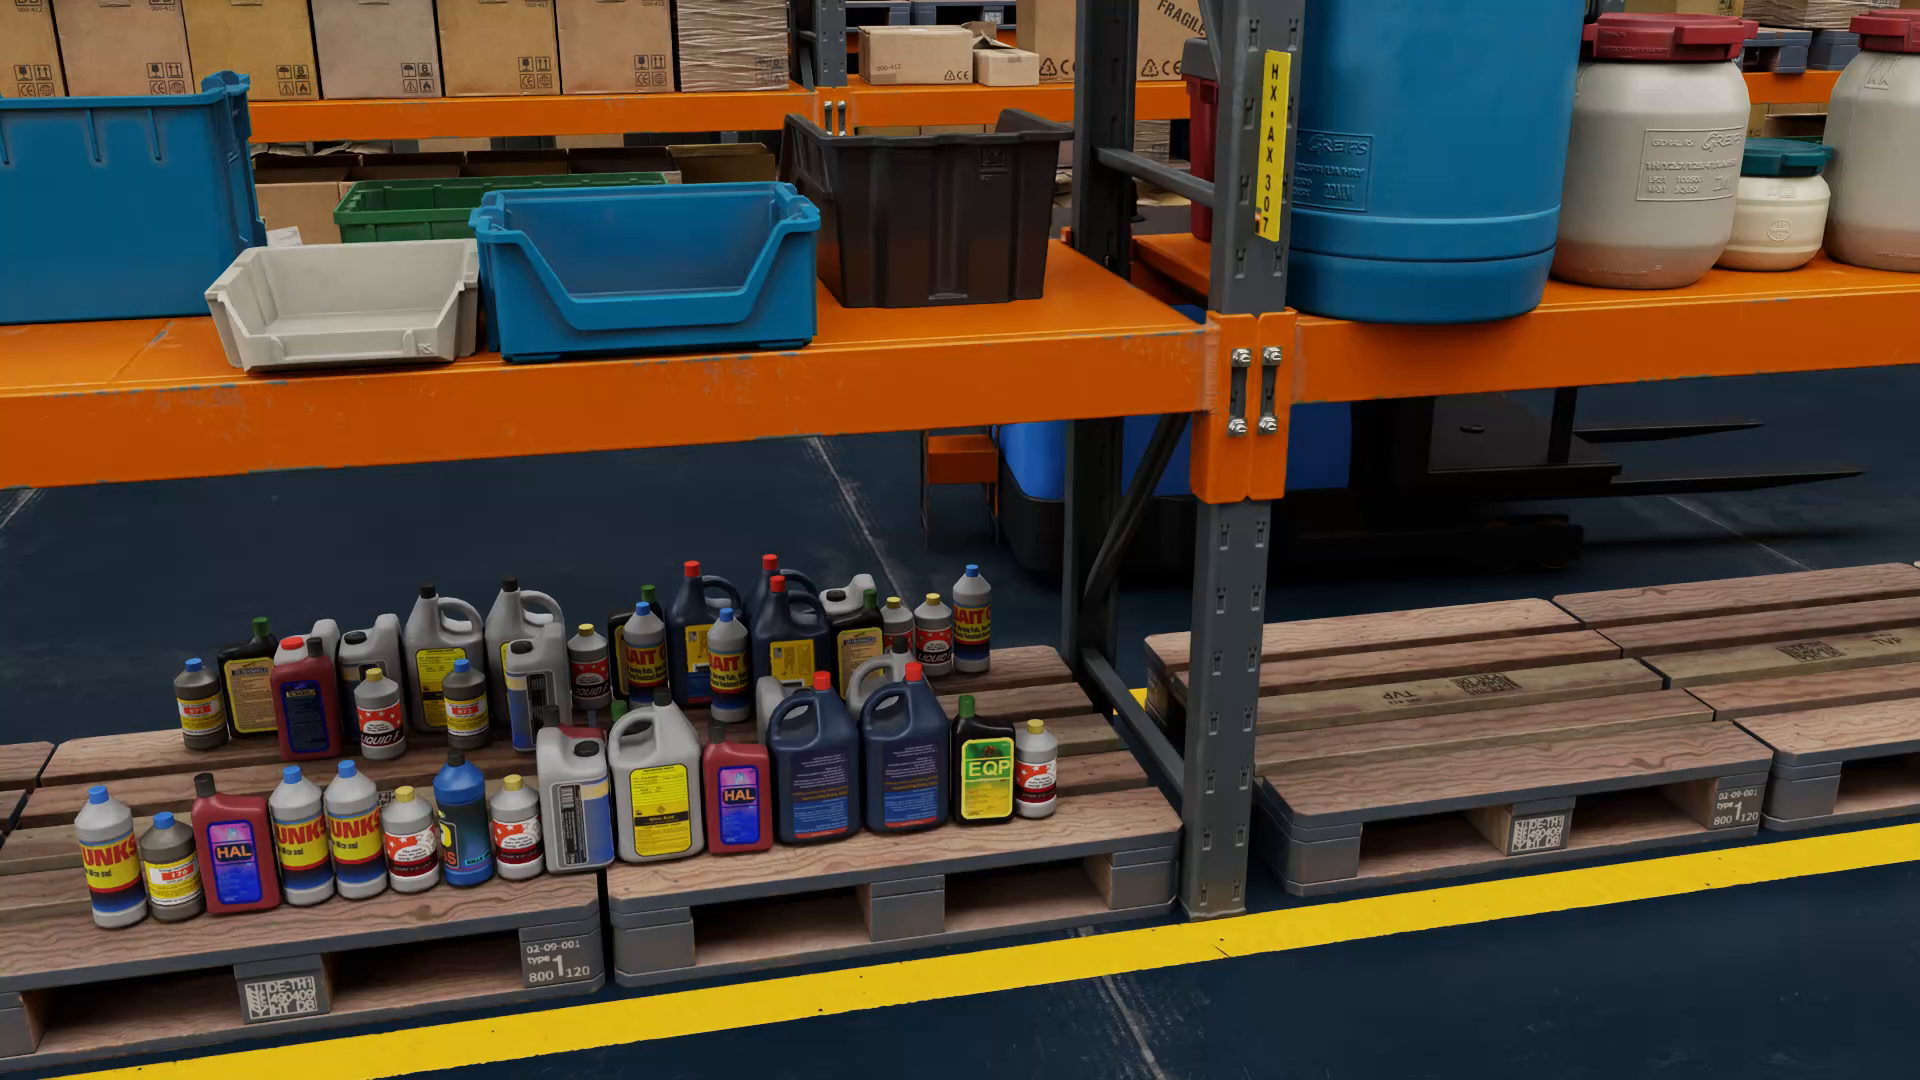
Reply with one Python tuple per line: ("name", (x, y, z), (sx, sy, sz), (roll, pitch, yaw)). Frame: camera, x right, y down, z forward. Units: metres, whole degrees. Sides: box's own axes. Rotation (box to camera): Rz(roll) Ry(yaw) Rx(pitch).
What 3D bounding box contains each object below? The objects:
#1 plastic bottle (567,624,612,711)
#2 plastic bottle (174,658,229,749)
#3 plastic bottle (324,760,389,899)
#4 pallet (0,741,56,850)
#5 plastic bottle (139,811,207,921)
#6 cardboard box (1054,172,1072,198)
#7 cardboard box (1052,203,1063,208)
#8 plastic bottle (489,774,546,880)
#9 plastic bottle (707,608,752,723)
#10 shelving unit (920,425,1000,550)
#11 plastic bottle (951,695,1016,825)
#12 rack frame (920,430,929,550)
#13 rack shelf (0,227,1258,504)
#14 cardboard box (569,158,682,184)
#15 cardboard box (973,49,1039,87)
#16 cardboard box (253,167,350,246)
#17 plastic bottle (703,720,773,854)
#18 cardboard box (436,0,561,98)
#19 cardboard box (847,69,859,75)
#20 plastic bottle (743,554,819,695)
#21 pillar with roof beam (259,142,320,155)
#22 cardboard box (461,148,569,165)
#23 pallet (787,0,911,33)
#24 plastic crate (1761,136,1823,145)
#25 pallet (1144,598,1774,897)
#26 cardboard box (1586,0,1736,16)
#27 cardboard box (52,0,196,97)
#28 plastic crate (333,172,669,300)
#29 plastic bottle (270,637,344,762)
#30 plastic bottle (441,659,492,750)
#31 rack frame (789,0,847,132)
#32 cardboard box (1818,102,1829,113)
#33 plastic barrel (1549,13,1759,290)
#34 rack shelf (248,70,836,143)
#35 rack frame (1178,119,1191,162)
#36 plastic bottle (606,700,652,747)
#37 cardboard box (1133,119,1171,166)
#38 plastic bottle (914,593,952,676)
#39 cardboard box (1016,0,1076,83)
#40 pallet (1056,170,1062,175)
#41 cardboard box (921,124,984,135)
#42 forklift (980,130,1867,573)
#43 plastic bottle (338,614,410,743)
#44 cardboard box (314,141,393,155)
("plastic bottle", (-0.904, 0.304, 4.053), (0.097, 0.201, 0.097), (0, 20, 0))
("plastic bottle", (-1.765, 0.374, 3.862), (0.097, 0.201, 0.097), (0, 20, 0))
("plastic bottle", (-1.184, 0.559, 3.255), (0.097, 0.271, 0.097), (0, 20, 0))
("pallet", (-2.596, 0.784, 3.369), (1.213, 0.211, 1.003), (-5, 21, -12))
("plastic bottle", (-1.514, 0.619, 3.194), (0.097, 0.201, 0.097), (0, 20, 0))
("cardboard box", (0.625, -1.796, 8.928), (0.500, 0.311, 0.500), (-5, 21, -13))
("cardboard box", (0.253, -1.573, 8.320), (0.500, 0.311, 0.500), (-5, 21, -13))
("plastic bottle", (-0.888, 0.568, 3.333), (0.097, 0.201, 0.097), (0, 20, 0))
("plastic bottle", (-0.553, 0.293, 3.980), (0.097, 0.271, 0.097), (0, 20, 0))
("shelving unit", (-0.003, -0.497, 5.645), (0.252, 1.050, 0.215), (-3, 20, -7))
("plastic bottle", (0.049, 0.459, 3.509), (0.133, 0.283, 0.061), (-4, 20, -10))
("rack frame", (-0.124, -0.492, 5.630), (0.008, 1.050, 0.200), (-3, 20, -7))
("rack shelf", (-1.505, -0.262, 3.215), (4.000, 0.370, 1.077), (-5, 21, -12))
("cardboard box", (-1.585, -1.529, 7.925), (0.500, 0.500, 0.500), (-5, 21, -12))
("cardboard box", (0.215, -2.300, 8.098), (0.250, 0.149, 0.380), (-5, 21, -12))
("cardboard box", (-3.044, -1.410, 7.600), (0.500, 0.500, 0.500), (-5, 21, -12))
("plastic bottle", (-0.455, 0.500, 3.397), (0.133, 0.283, 0.061), (-3, 20, -9))
("cardboard box", (-2.126, -2.344, 7.707), (0.500, 0.500, 0.700), (-4, 21, -12))
("cardboard box", (-0.698, -3.559, 13.074), (0.500, 0.250, 0.500), (-5, 21, -14))
("plastic bottle", (-0.439, 0.204, 4.108), (0.185, 0.351, 0.144), (-4, 21, -11))
("pillar with roof beam", (-4.258, -5.479, 7.688), (0.400, 9.000, 9.100), (-5, 21, -12))
("cardboard box", (-2.191, -1.664, 8.292), (0.500, 0.500, 0.500), (-5, 21, -12))
("pallet", (-1.061, -3.996, 12.641), (1.213, 0.211, 1.003), (-5, 21, -12))
("plastic crate", (2.071, -0.891, 4.194), (0.662, 0.188, 0.450), (-5, 21, -12))
("pallet", (1.197, 0.476, 4.208), (1.213, 0.211, 1.003), (-5, 21, -12))
("cardboard box", (3.785, -3.065, 9.064), (0.500, 0.500, 0.700), (-12, 24, -31))
("cardboard box", (-3.620, -2.223, 7.376), (0.500, 0.500, 0.700), (-4, 21, -11))
("plastic crate", (-0.944, -0.646, 3.524), (0.662, 0.188, 0.450), (-5, 21, -12))
("plastic bottle", (-1.488, 0.360, 3.780), (0.133, 0.283, 0.061), (-5, 21, -12))
("plastic bottle", (-1.147, 0.375, 3.860), (0.097, 0.201, 0.097), (0, 20, 0))
("rack frame", (-0.695, -2.416, 8.050), (0.127, 3.000, 1.000), (-5, 21, -12))
("cardboard box", (7.688, -3.834, 14.945), (0.500, 0.500, 0.700), (-4, 21, -11))
("plastic barrel", (1.423, -0.824, 3.506), (0.433, 0.535, 0.433), (0, 20, 0))
("rack shelf", (-2.641, -1.920, 7.742), (4.000, 0.370, 1.077), (-5, 21, -12))
("rack frame", (2.055, -4.391, 13.440), (0.127, 3.000, 1.000), (-5, 21, -12))
("plastic bottle", (-0.668, 0.467, 3.489), (0.133, 0.283, 0.061), (-5, 21, -12))
("cardboard box", (1.366, -3.349, 13.591), (0.500, 0.500, 0.700), (-4, 21, -12))
("plastic bottle", (-0.068, 0.236, 4.239), (0.097, 0.201, 0.097), (0, 20, 0))
("cardboard box", (0.569, -2.560, 8.298), (0.500, 0.500, 0.500), (-3, 20, -9))
("pallet", (0.109, -2.925, 13.492), (1.213, 0.211, 1.003), (-5, 21, -12))
("cardboard box", (-0.128, -3.256, 13.335), (0.500, 0.500, 0.700), (-4, 21, -12))
("forklift", (1.633, -1.449, 5.510), (3.031, 2.935, 1.130), (-3, 20, -7))
("plastic bottle", (-1.378, 0.317, 3.909), (0.135, 0.276, 0.152), (-5, 21, -14))
("cardboard box", (-4.482, -2.772, 12.289), (0.500, 0.311, 0.500), (-3, 20, -8))
